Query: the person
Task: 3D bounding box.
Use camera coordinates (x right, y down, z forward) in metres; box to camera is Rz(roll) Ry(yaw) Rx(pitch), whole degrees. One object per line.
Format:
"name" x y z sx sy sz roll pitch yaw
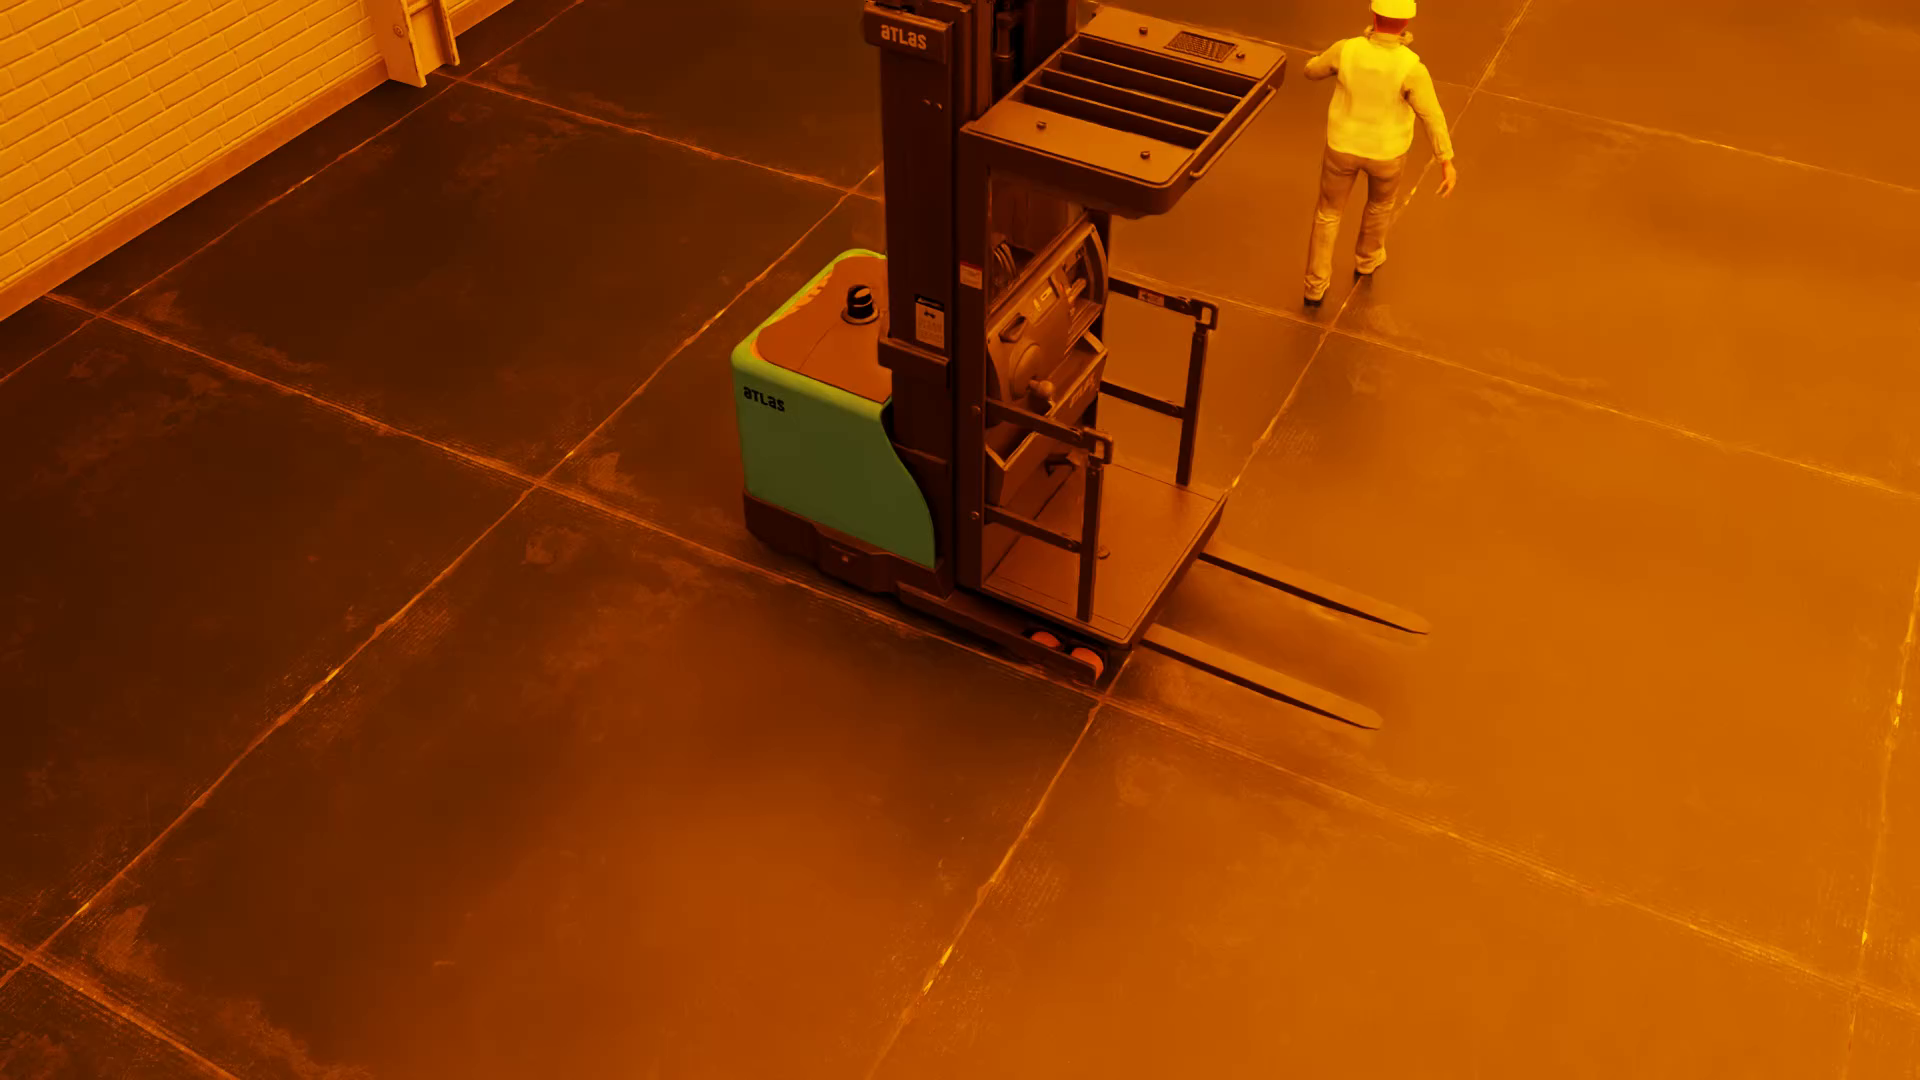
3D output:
"person" 2.190 -2.108 8.767 0.943 1.753 0.755 17 46 18

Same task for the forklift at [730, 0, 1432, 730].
"forklift" 0.533 -0.862 6.568 3.031 2.935 1.130 22 47 21
